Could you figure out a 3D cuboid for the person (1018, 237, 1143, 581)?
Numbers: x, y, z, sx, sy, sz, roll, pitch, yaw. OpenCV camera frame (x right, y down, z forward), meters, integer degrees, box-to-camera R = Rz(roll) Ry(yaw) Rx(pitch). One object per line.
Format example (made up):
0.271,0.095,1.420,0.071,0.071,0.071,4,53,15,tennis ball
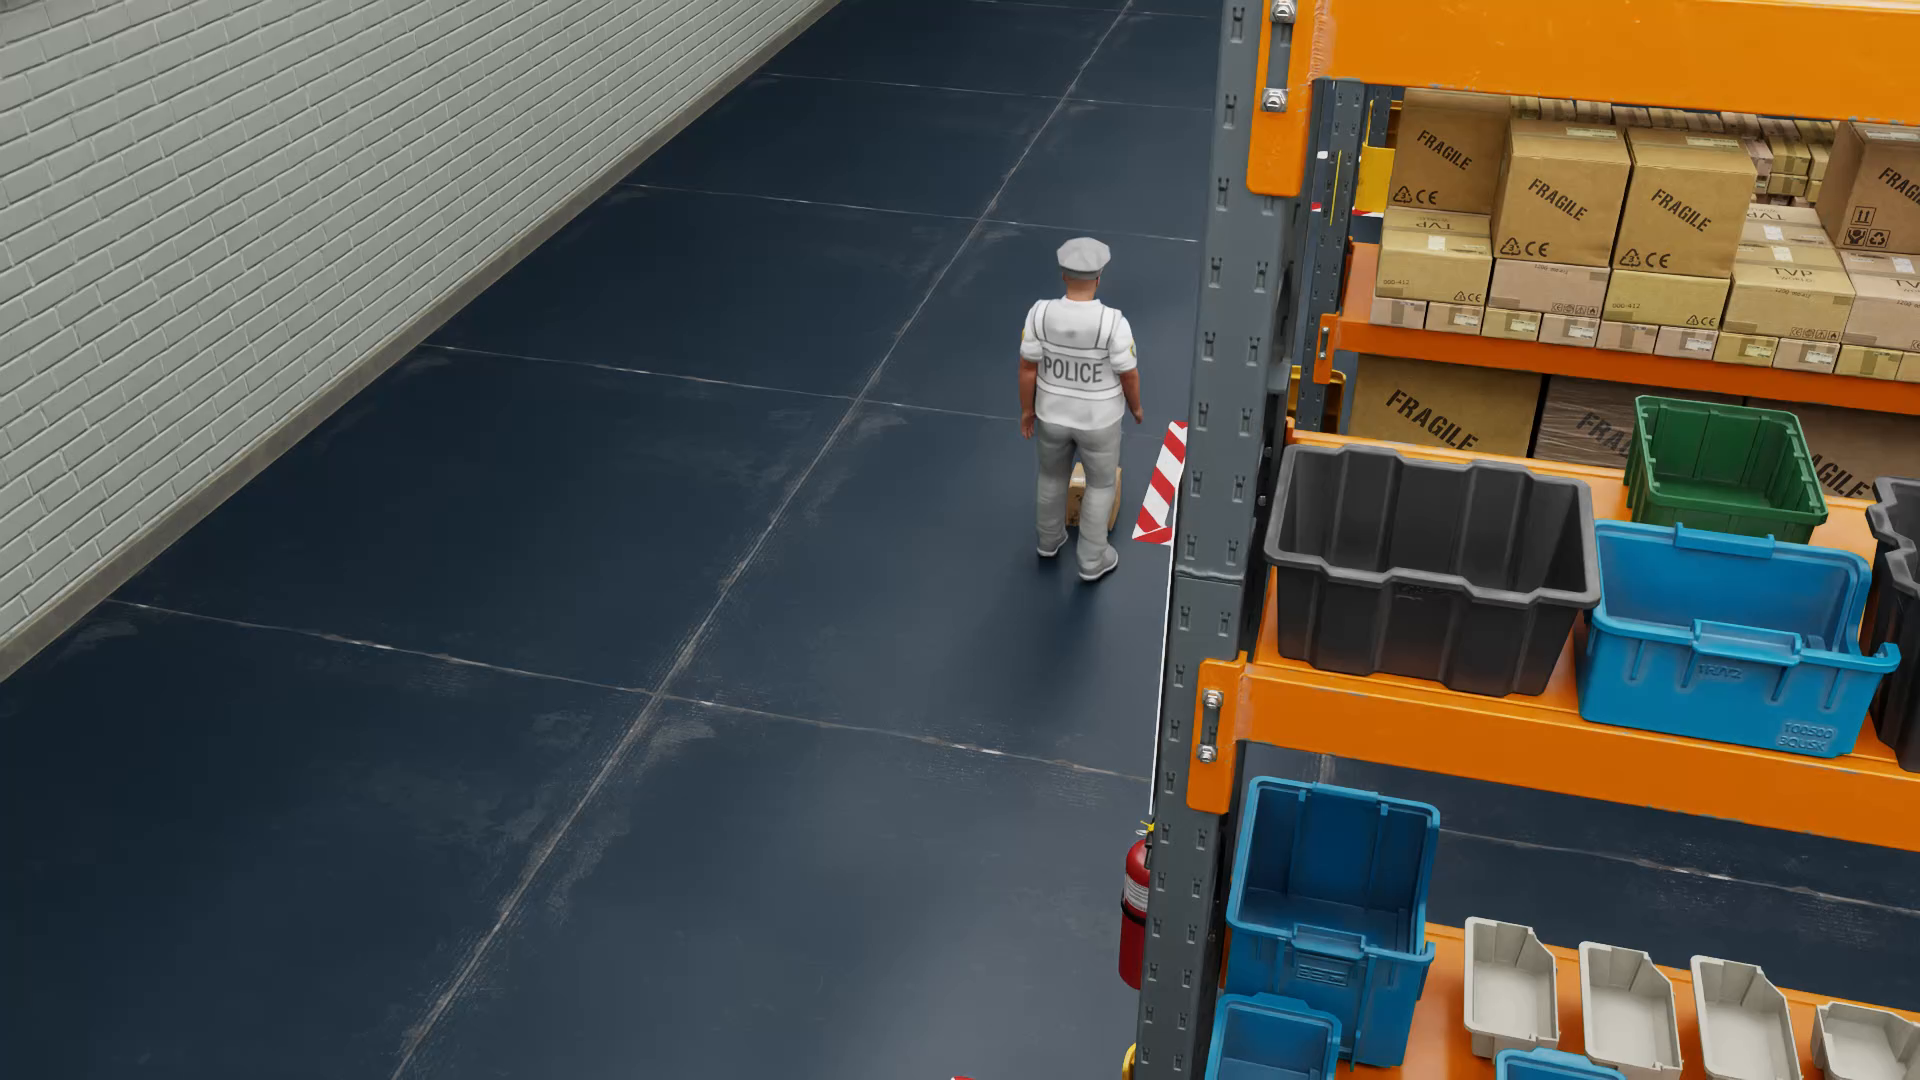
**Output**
0.597,-0.640,8.115,0.575,1.780,0.505,12,34,18,person
